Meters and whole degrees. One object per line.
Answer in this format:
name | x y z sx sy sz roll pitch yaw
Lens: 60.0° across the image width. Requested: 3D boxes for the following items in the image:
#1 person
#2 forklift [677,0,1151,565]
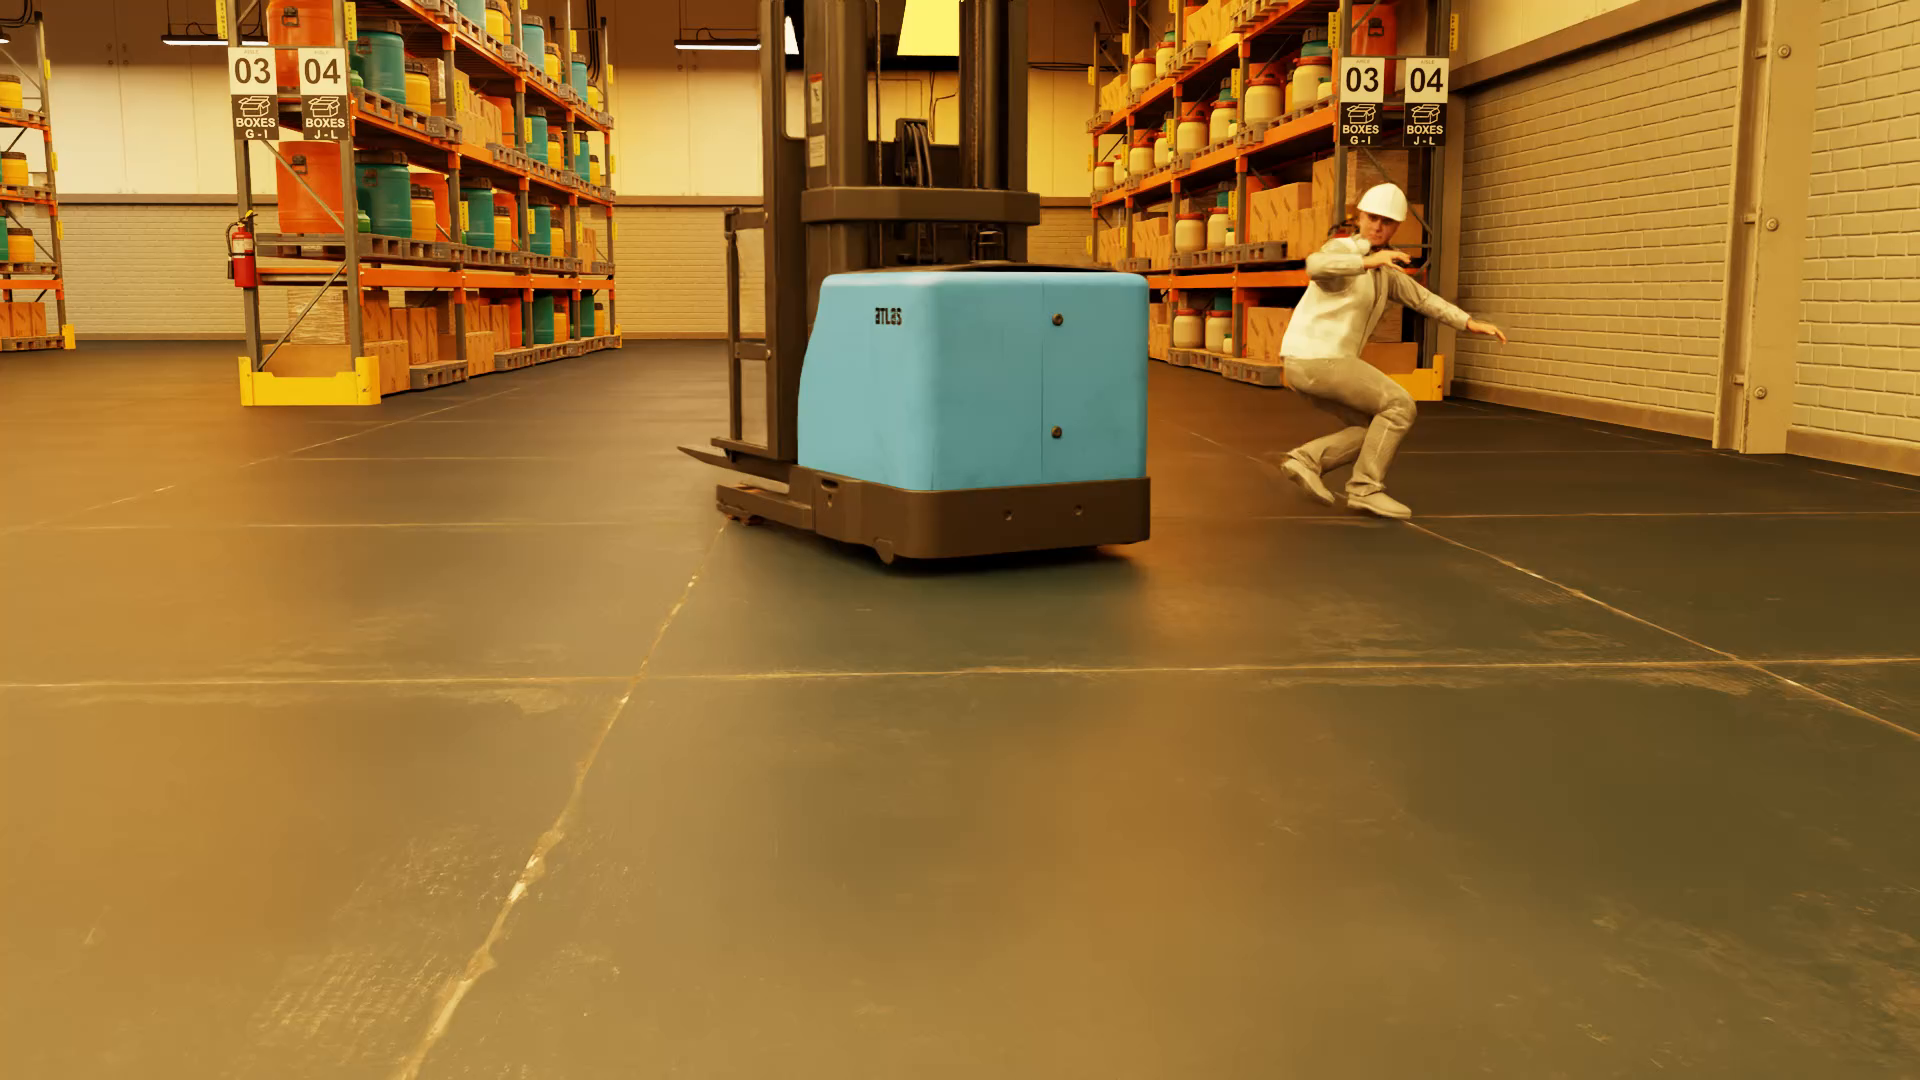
person | 1.940 -0.856 7.510 0.998 1.490 0.755 3 9 19
forklift | -0.427 -1.537 7.182 1.130 2.935 3.031 -5 10 -29
